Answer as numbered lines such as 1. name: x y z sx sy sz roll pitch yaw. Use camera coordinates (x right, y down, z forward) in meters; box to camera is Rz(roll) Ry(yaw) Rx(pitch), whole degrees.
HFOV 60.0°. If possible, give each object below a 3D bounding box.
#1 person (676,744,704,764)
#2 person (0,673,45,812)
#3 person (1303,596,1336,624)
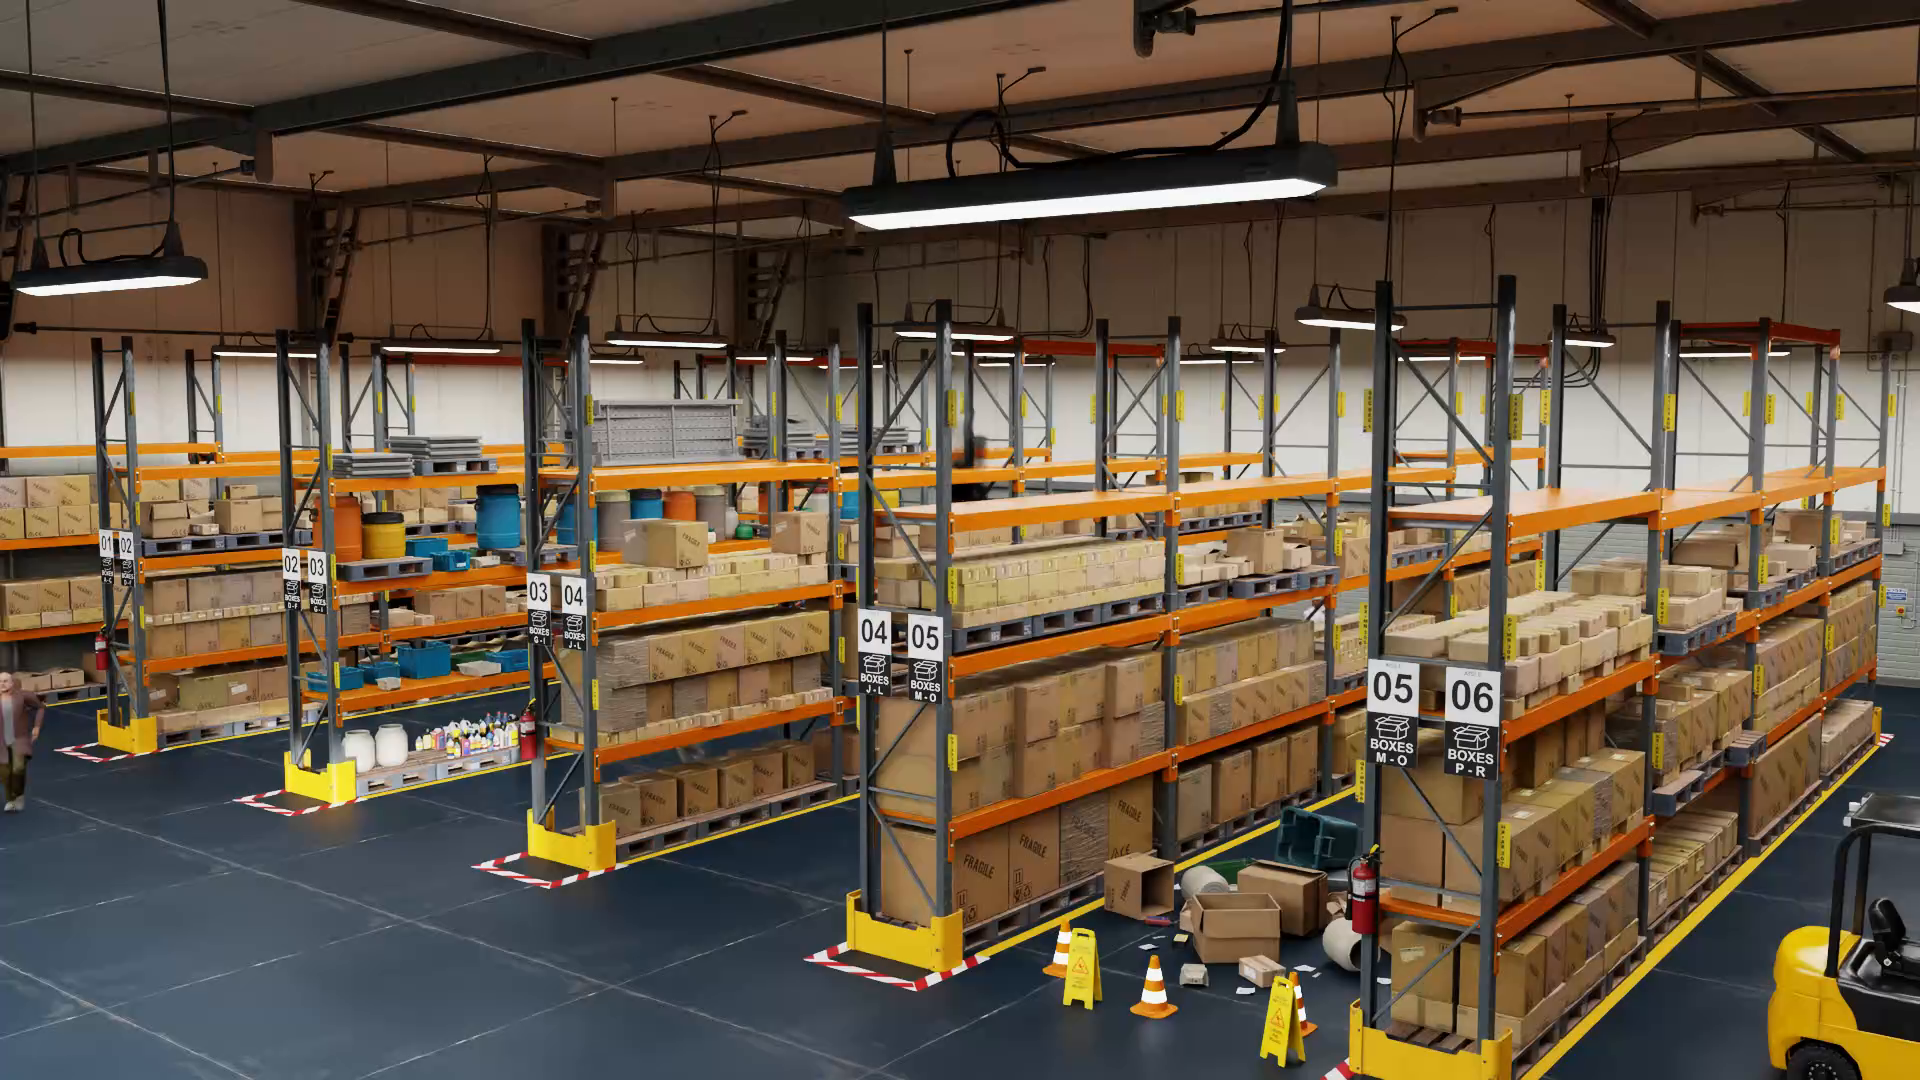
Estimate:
1. person: -3.773 2.337 22.557 0.674 1.721 0.569 3 6 35
2. person: -11.736 2.505 20.560 0.722 1.735 0.667 -2 5 -22
3. person: 6.416 1.781 29.599 0.626 1.743 0.739 2 5 19
